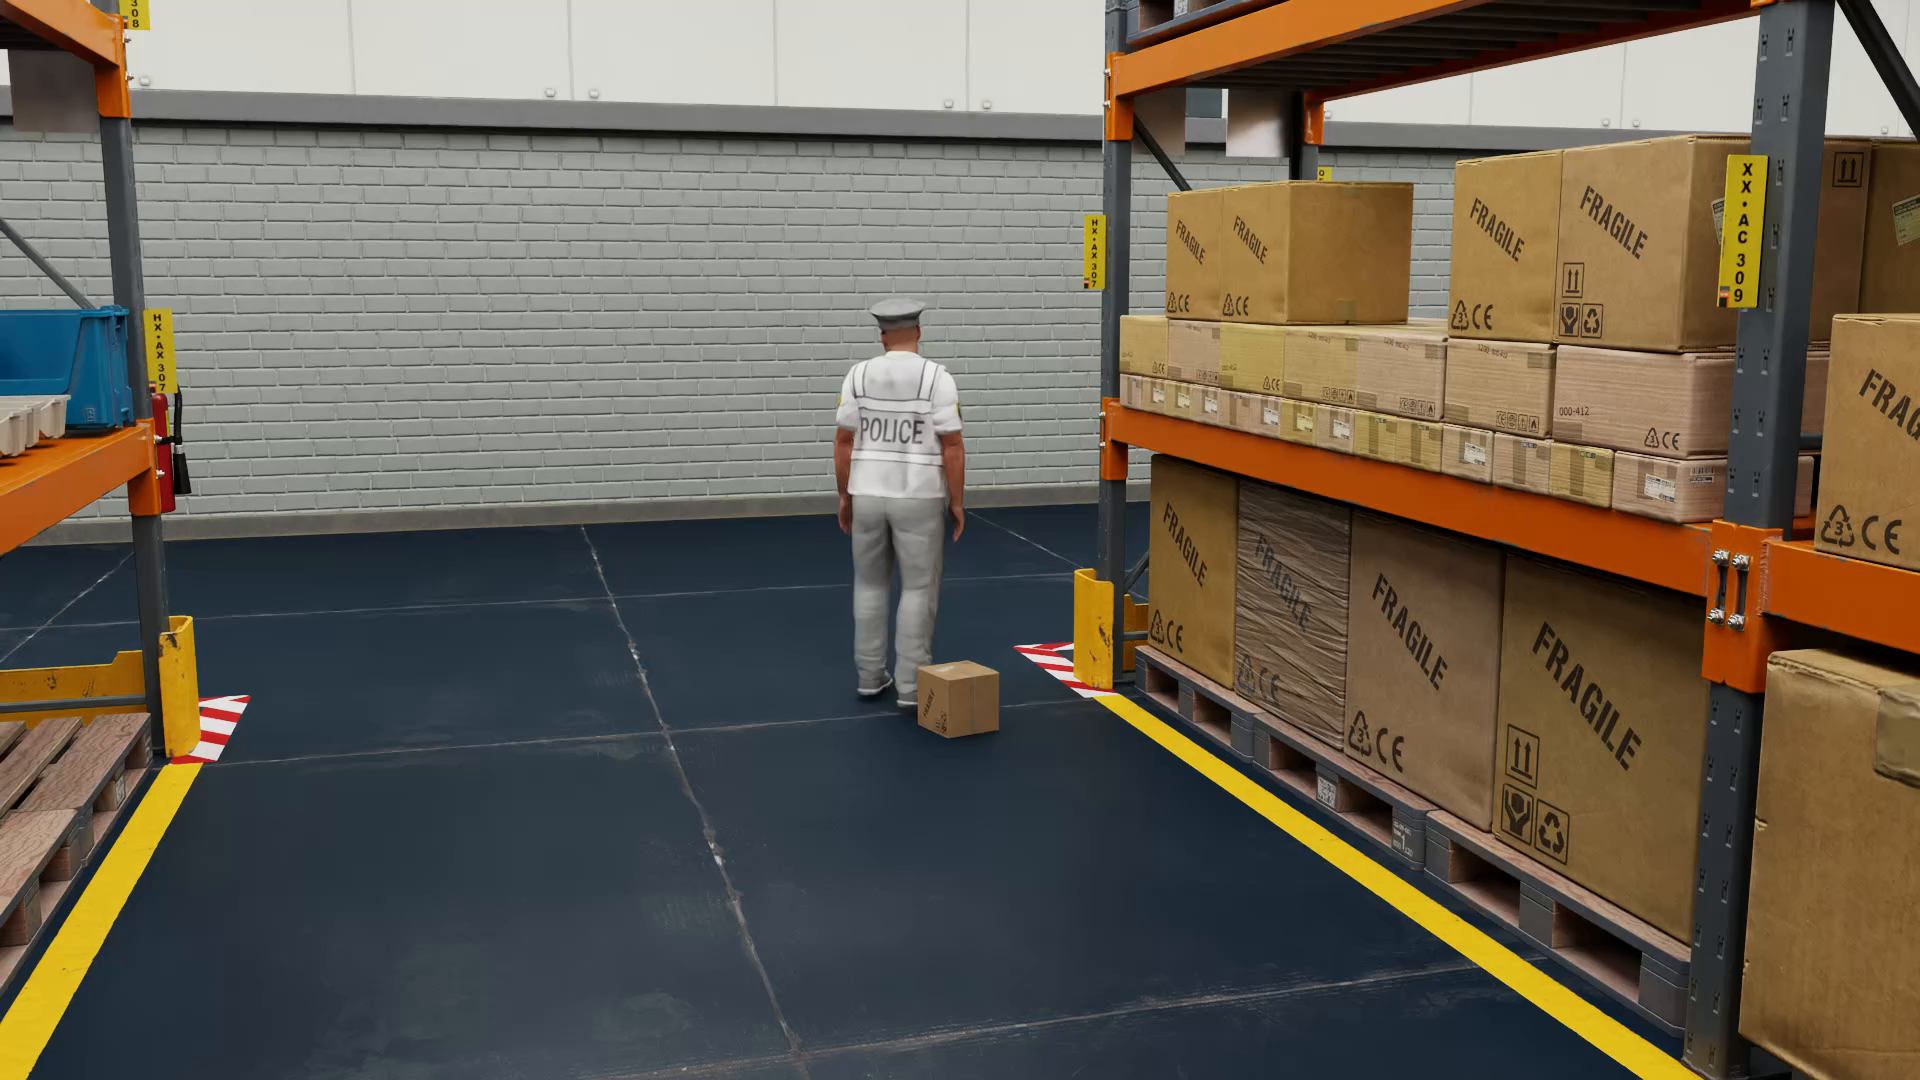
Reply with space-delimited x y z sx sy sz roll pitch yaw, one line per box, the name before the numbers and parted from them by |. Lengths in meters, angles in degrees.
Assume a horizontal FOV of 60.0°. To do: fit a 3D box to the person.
person | -0.255 -0.167 7.254 0.585 1.752 0.480 4 10 21
